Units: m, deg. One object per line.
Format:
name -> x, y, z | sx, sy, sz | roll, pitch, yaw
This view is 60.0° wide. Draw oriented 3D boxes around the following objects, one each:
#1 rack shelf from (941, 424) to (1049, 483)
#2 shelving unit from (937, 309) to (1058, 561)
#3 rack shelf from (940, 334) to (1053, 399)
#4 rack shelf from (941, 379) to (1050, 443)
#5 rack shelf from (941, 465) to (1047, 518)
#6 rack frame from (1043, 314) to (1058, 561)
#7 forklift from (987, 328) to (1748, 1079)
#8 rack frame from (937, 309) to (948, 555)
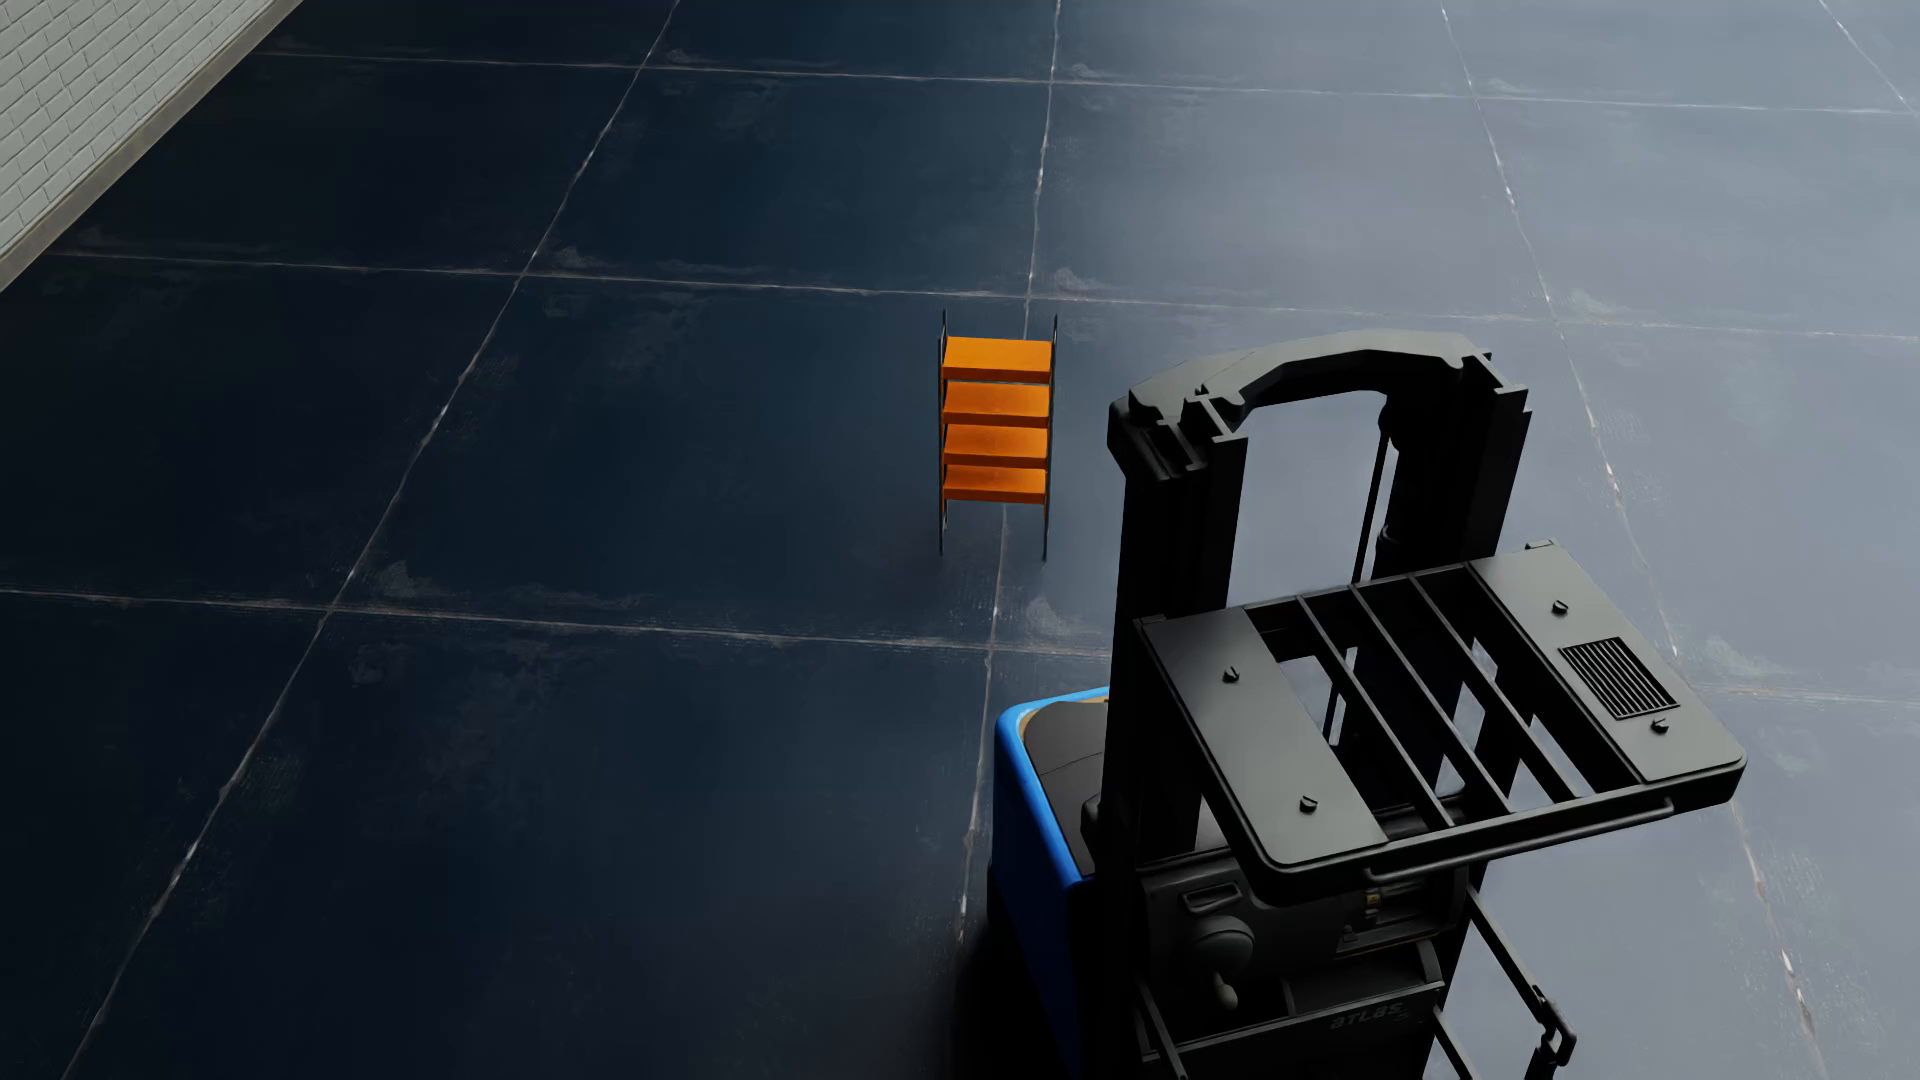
rack shelf -> 0.165, -0.404, 7.573 | 0.480, 0.148, 0.258 | 3, 39, 4
shelving unit -> 0.165, -0.456, 7.531 | 0.503, 1.200, 0.258 | 3, 39, 4
rack shelf -> 0.165, -0.761, 7.283 | 0.480, 0.148, 0.258 | 3, 39, 4
rack shelf -> 0.165, -0.578, 7.432 | 0.480, 0.148, 0.258 | 3, 39, 4
rack shelf -> 0.165, -0.250, 7.698 | 0.480, 0.148, 0.258 | 3, 39, 4
rack frame -> 0.408, -0.443, 7.514 | 0.015, 1.200, 0.240 | 3, 39, 4
forklift -> 0.992, 1.068, 4.287 | 1.130, 2.935, 3.031 | -10, 40, -12
rack frame -> -0.078, -0.470, 7.547 | 0.015, 1.200, 0.240 | 3, 39, 4
